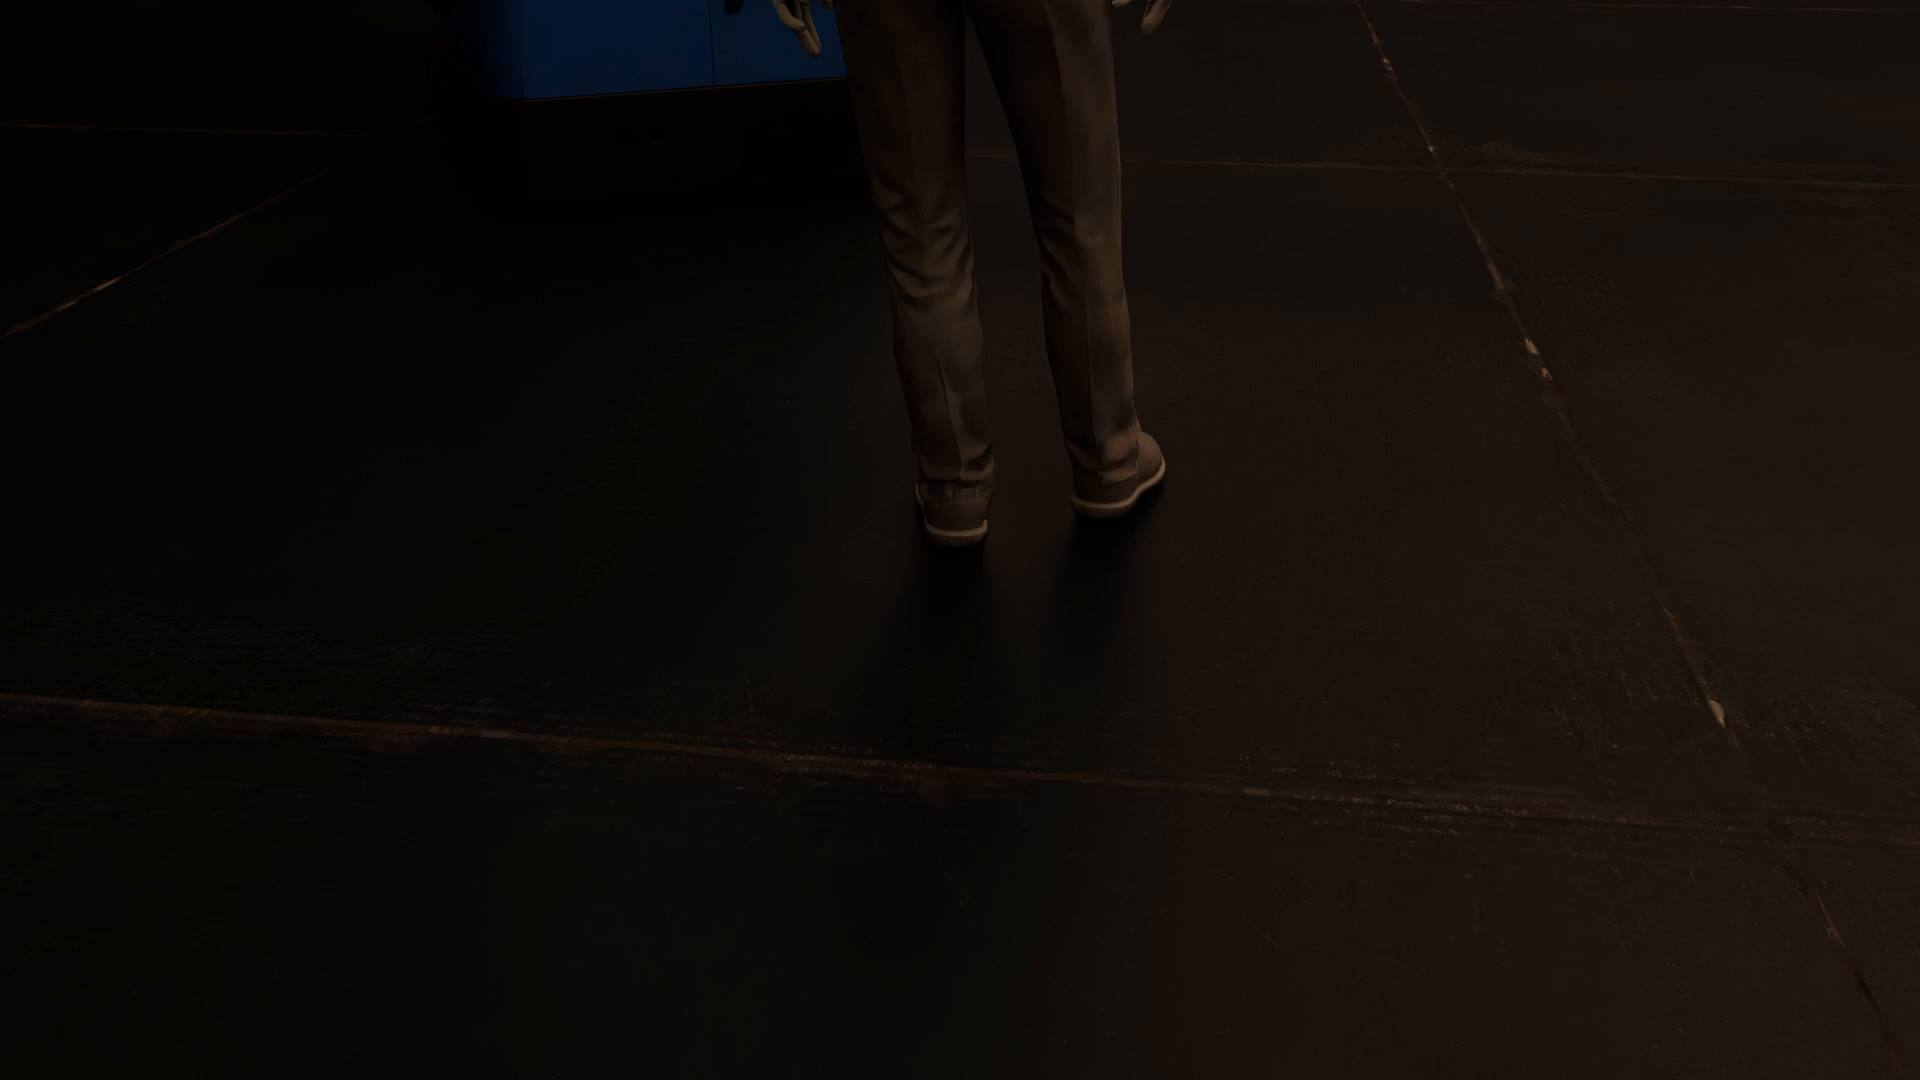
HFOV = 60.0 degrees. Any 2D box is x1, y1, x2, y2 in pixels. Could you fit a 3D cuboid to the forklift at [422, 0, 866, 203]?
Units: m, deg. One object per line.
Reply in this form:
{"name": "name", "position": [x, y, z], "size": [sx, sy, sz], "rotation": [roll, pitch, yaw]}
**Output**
{"name": "forklift", "position": [-1.110, -2.745, 4.719], "size": [1.130, 2.935, 3.031], "rotation": [-9, 28, -18]}

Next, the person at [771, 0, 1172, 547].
{"name": "person", "position": [0.015, -0.794, 2.177], "size": [0.587, 1.696, 0.534], "rotation": [3, 27, 7]}
